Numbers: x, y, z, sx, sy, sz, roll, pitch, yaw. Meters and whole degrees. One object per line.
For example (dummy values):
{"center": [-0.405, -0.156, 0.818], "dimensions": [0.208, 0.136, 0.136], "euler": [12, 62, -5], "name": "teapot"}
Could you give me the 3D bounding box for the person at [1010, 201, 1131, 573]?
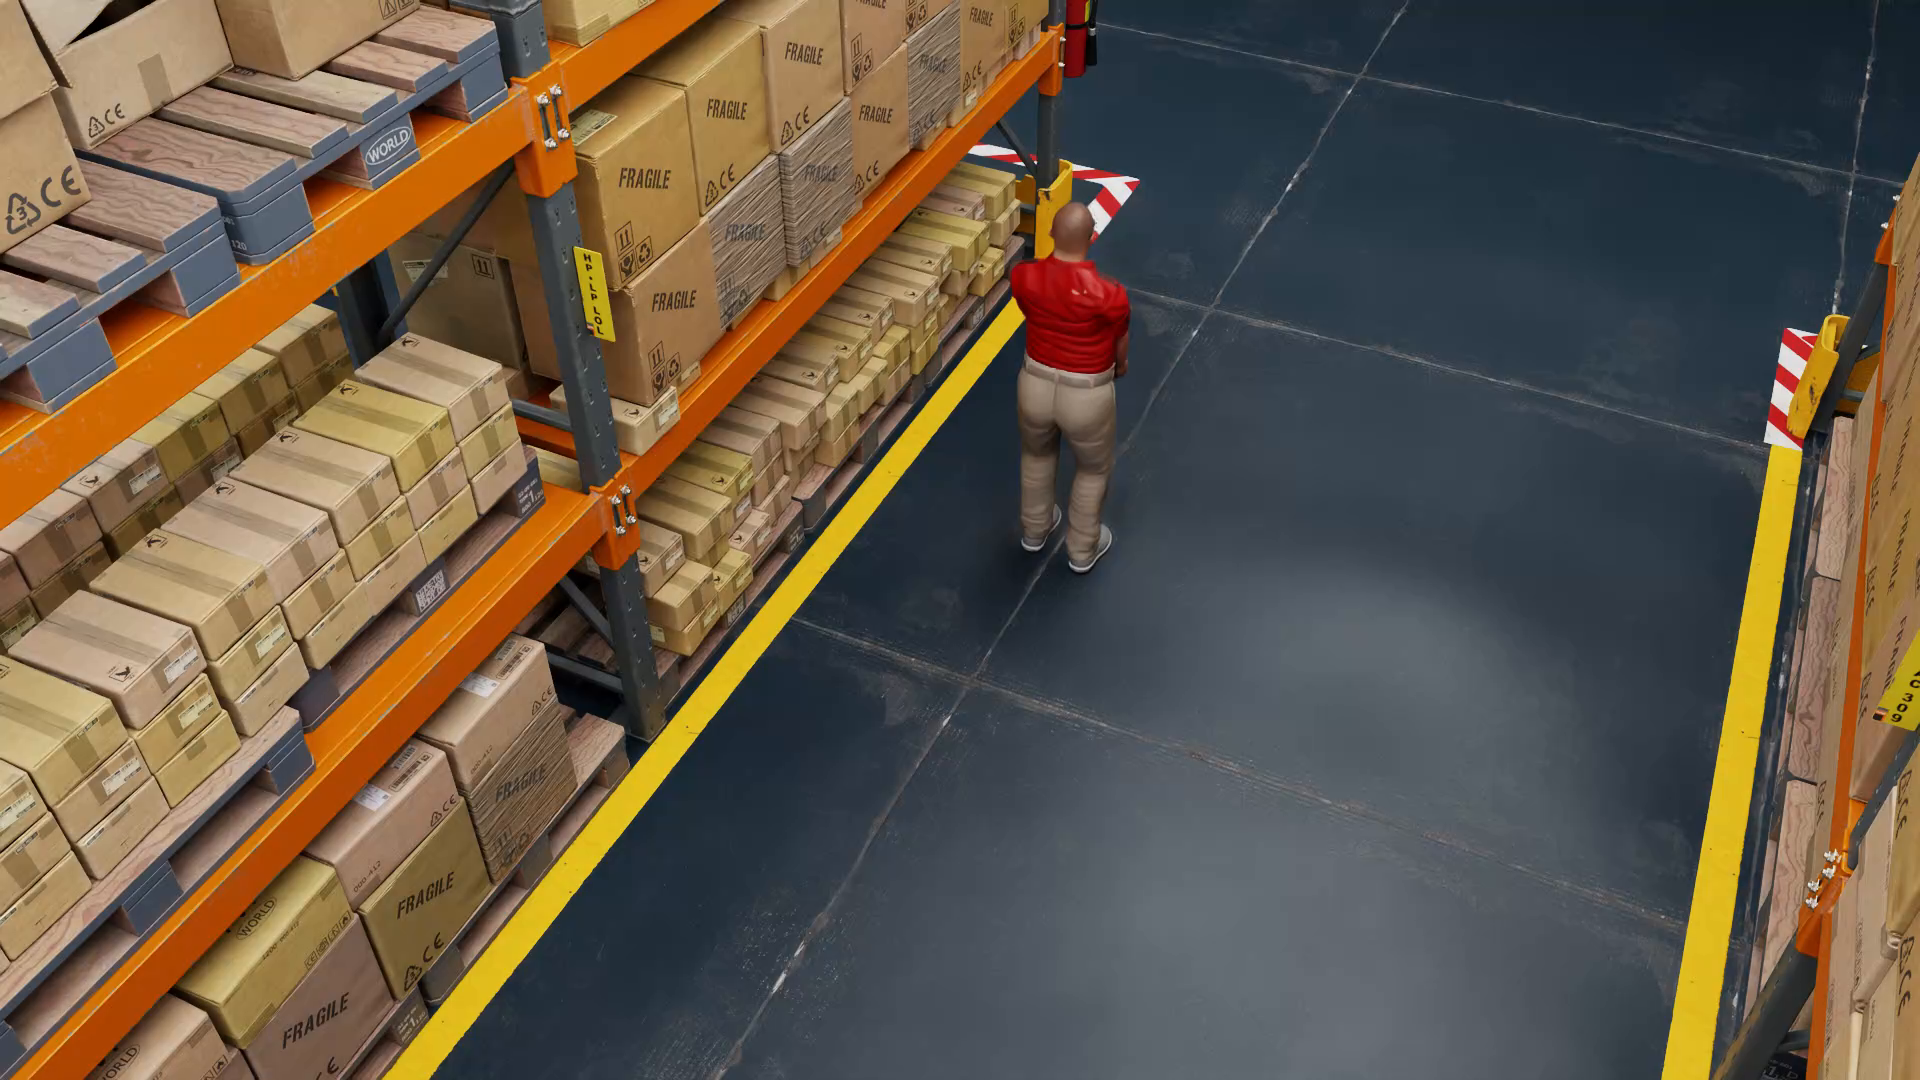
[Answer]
{"center": [0.461, -0.662, 6.923], "dimensions": [0.489, 1.726, 0.553], "euler": [16, 44, 17], "name": "person"}
